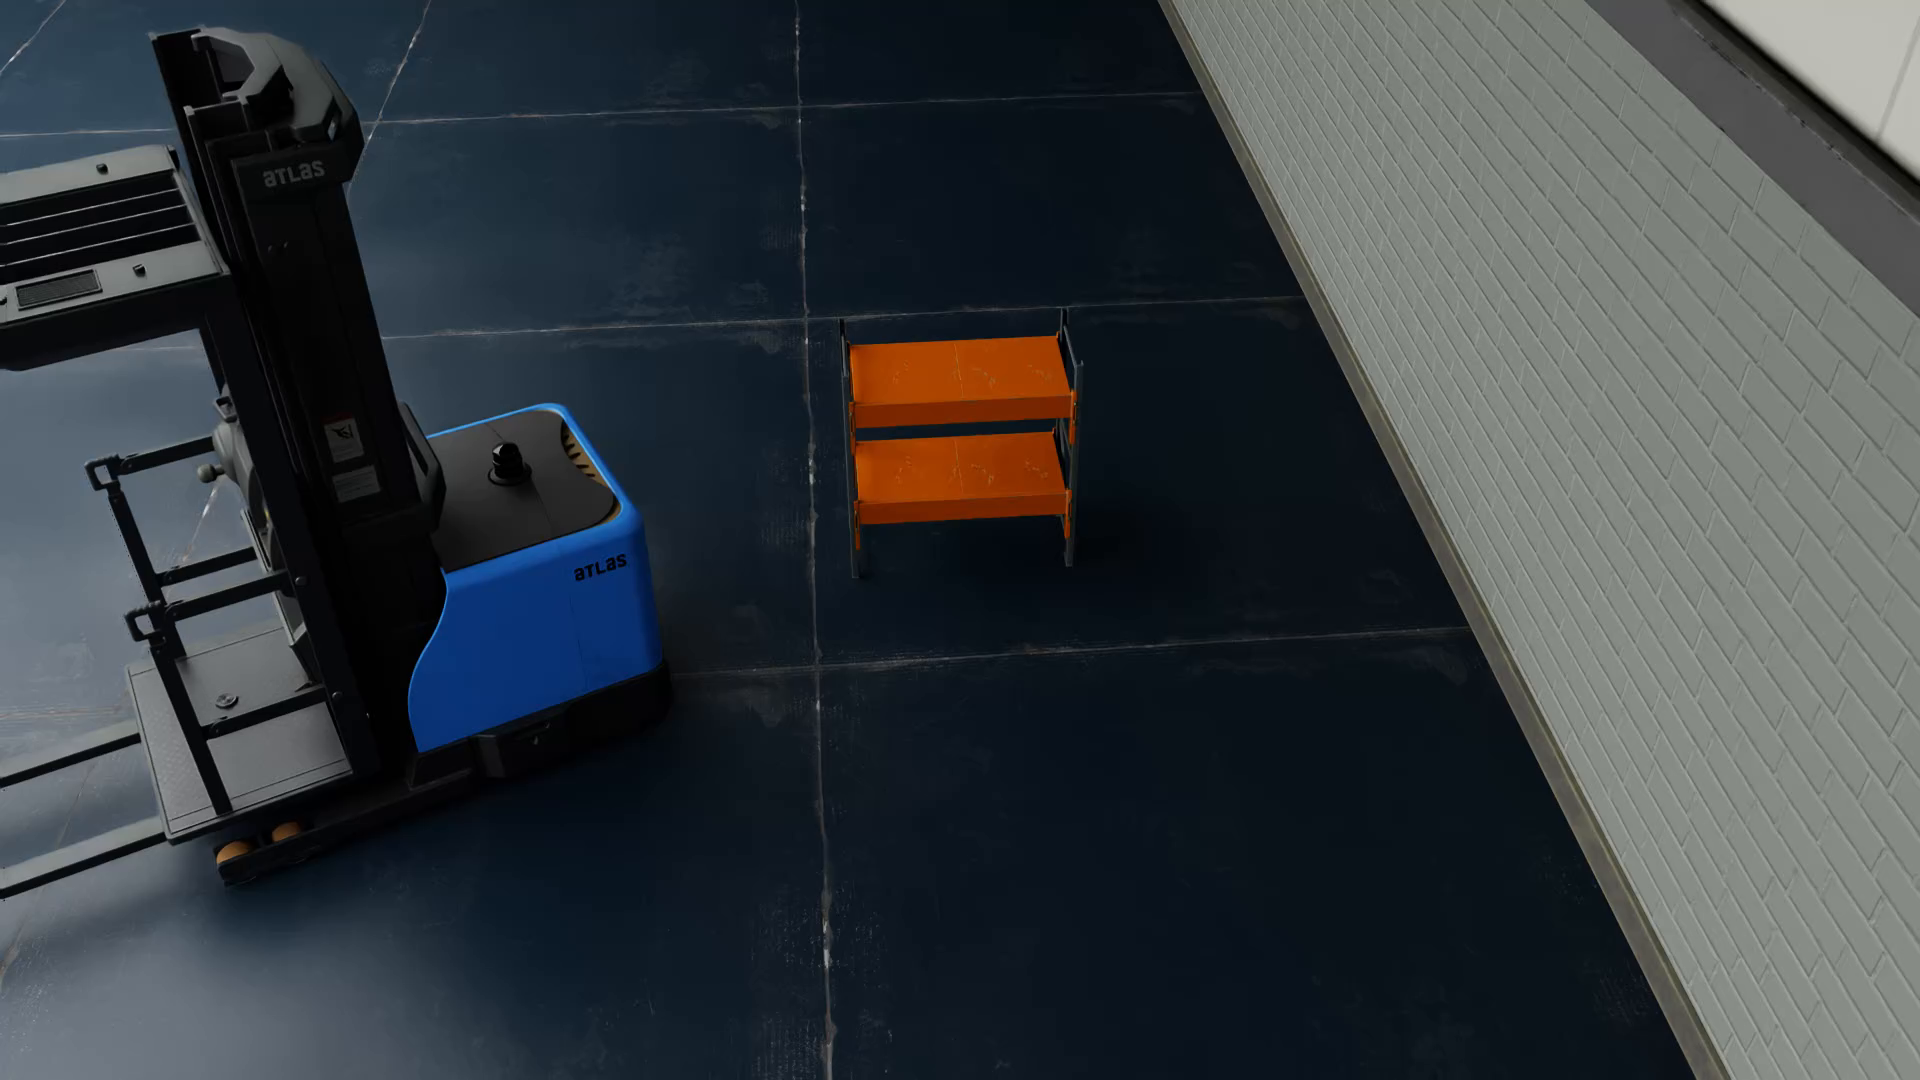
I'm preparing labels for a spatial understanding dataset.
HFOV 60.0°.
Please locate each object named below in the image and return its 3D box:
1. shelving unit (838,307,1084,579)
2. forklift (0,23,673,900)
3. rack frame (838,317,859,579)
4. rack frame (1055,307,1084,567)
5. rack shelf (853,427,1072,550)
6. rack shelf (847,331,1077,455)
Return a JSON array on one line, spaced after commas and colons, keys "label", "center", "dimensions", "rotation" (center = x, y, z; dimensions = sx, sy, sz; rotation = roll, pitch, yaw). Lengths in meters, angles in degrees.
[{"label": "shelving unit", "center": [-0.007, -0.441, 7.723], "dimensions": [1.048, 1.125, 0.538], "rotation": [-3, 38, -4]}, {"label": "forklift", "center": [-2.762, -0.206, 5.967], "dimensions": [3.031, 2.935, 1.130], "rotation": [-19, 42, -23]}, {"label": "rack frame", "center": [-0.513, -0.413, 7.688], "dimensions": [0.032, 1.125, 0.500], "rotation": [-3, 38, -4]}, {"label": "rack frame", "center": [0.500, -0.469, 7.758], "dimensions": [0.032, 1.125, 0.500], "rotation": [-3, 38, -4]}, {"label": "rack shelf", "center": [-0.007, -0.249, 7.875], "dimensions": [1.000, 0.278, 0.538], "rotation": [-3, 38, -4]}, {"label": "rack shelf", "center": [-0.007, -0.671, 7.542], "dimensions": [1.000, 0.278, 0.538], "rotation": [-3, 38, -4]}]
